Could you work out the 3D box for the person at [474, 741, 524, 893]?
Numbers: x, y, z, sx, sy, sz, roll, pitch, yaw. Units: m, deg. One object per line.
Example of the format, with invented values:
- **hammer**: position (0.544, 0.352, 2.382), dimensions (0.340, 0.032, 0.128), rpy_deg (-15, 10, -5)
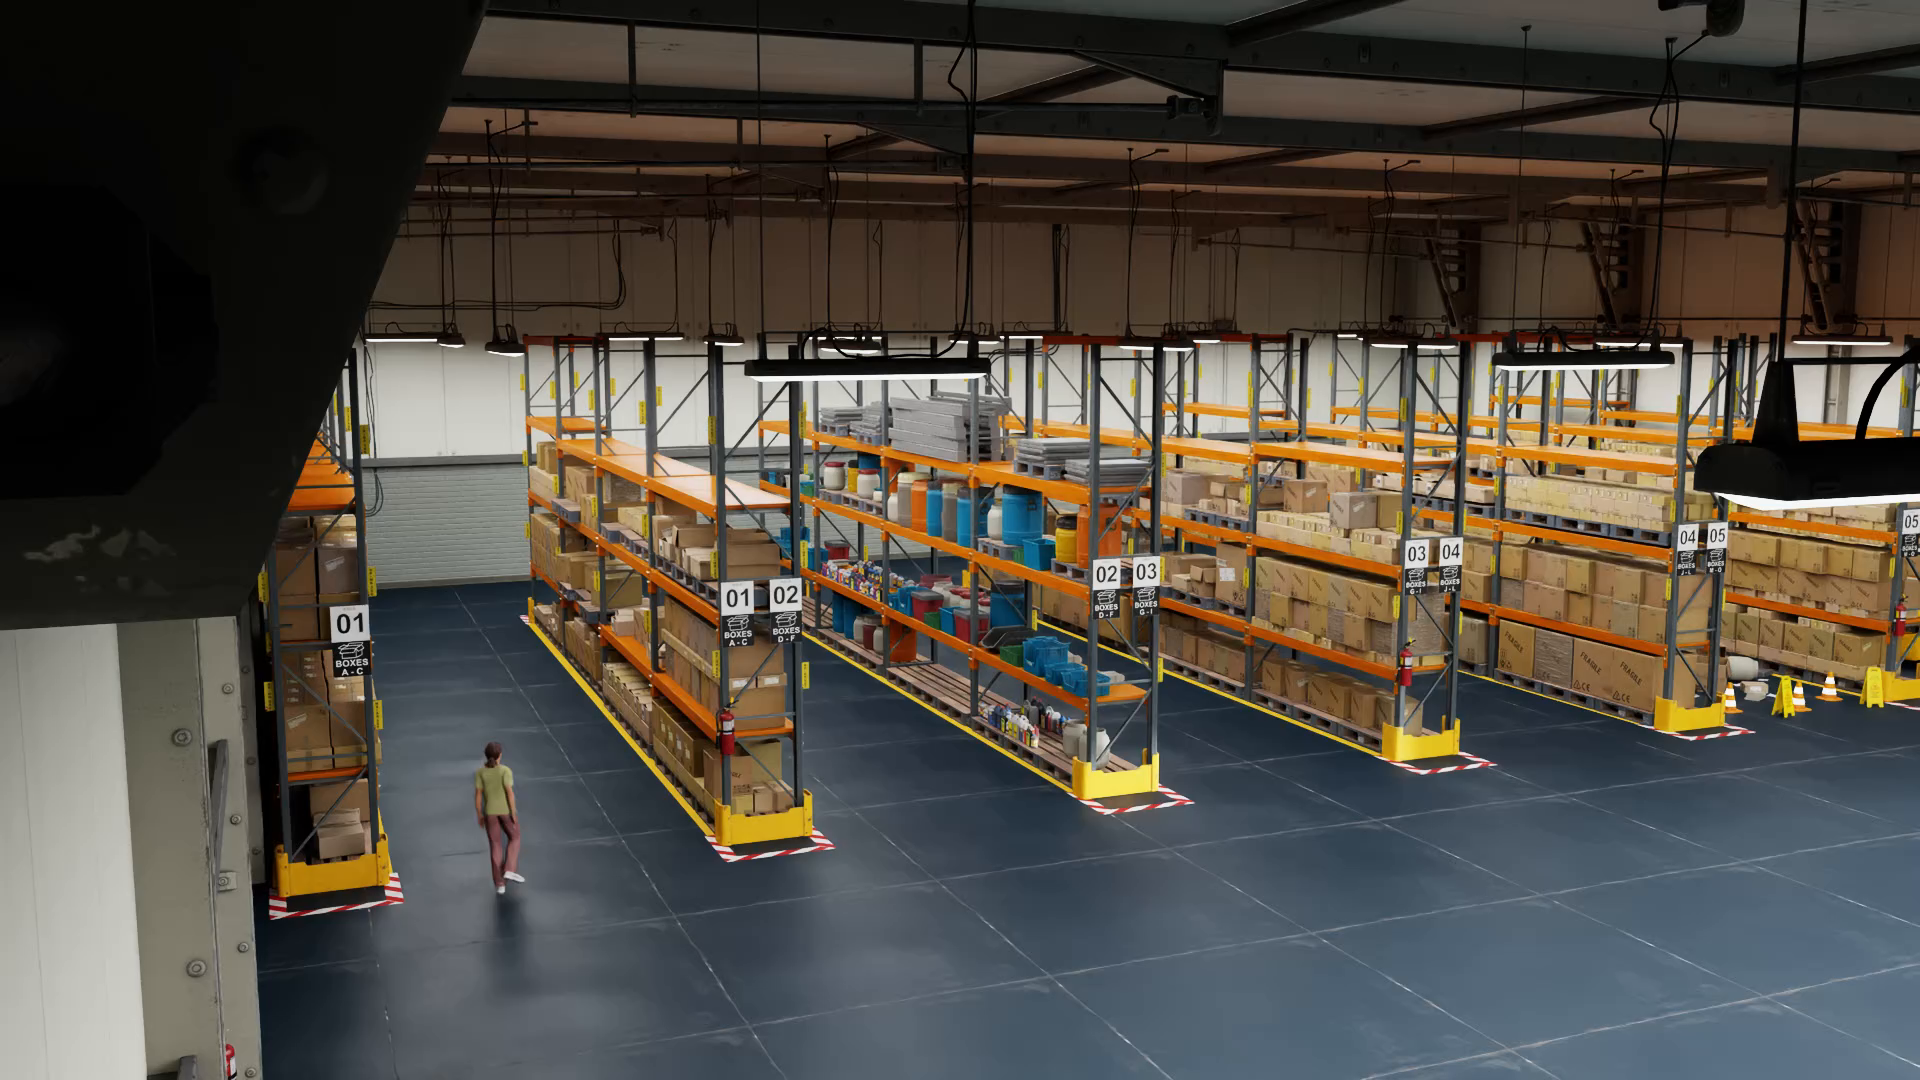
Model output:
- **person**: position (-5.112, 3.180, 18.441), dimensions (0.505, 1.417, 0.458), rpy_deg (-1, 8, -10)
